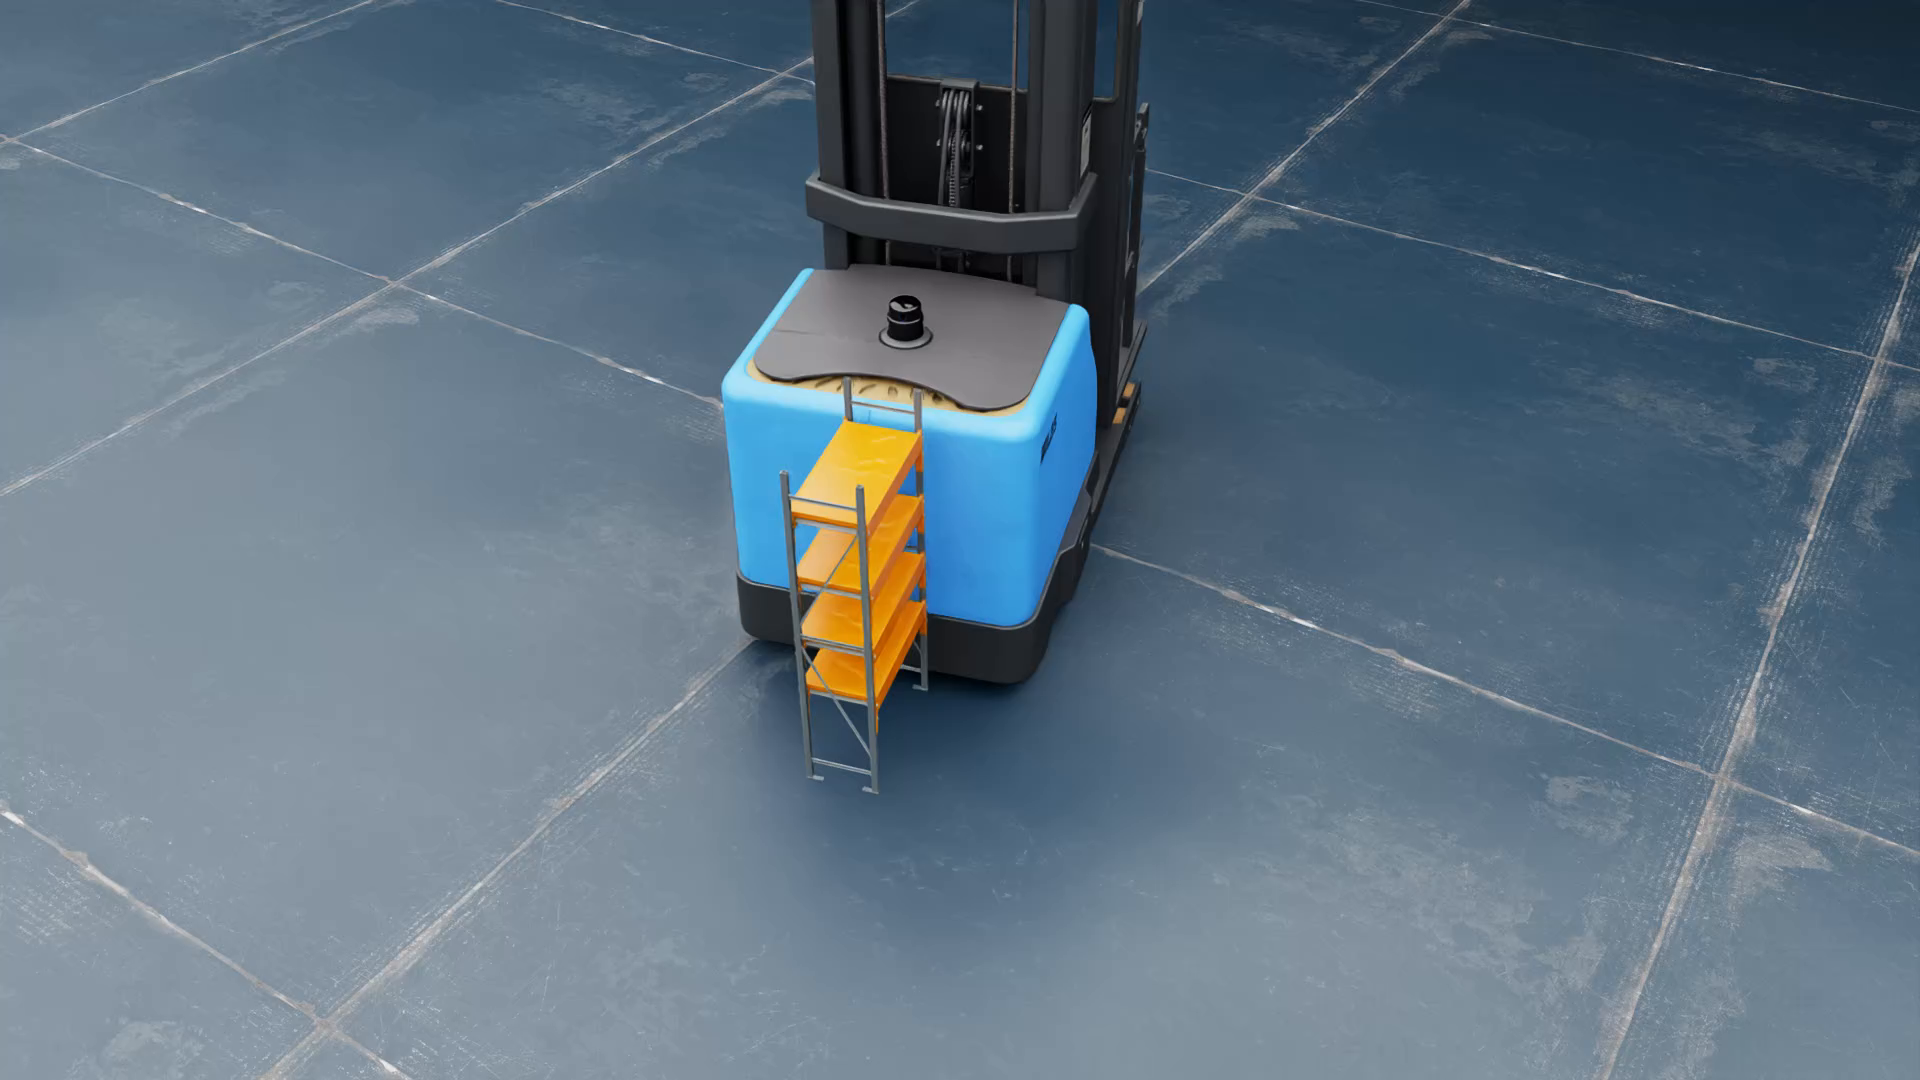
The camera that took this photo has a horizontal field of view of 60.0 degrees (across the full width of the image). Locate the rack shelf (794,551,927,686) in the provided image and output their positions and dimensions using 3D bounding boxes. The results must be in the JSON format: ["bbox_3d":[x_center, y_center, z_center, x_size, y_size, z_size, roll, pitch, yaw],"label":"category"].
[{"bbox_3d":[-0.298,0.211,5.096,0.258,0.148,0.480,11,40,14],"label":"rack shelf"}]

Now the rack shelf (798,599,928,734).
[{"bbox_3d":[-0.297,0.366,5.220,0.258,0.148,0.480,11,40,14],"label":"rack shelf"}]

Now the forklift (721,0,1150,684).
[{"bbox_3d":[0.124,-1.588,5.909,1.130,2.935,3.031,10,39,12],"label":"forklift"}]

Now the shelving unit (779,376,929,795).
[{"bbox_3d":[-0.298,0.158,5.054,0.258,1.200,0.503,11,40,14],"label":"shelving unit"}]

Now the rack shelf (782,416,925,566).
[{"bbox_3d":[-0.300,-0.149,4.809,0.258,0.148,0.480,11,40,14],"label":"rack shelf"}]

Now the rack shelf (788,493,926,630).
[{"bbox_3d":[-0.299,0.036,4.957,0.258,0.148,0.480,11,40,14],"label":"rack shelf"}]

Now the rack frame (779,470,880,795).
[{"bbox_3d":[-0.372,0.304,4.873,0.240,1.200,0.015,11,40,14],"label":"rack frame"}]

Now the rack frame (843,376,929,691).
[{"bbox_3d":[-0.225,0.013,5.236,0.240,1.200,0.015,11,40,14],"label":"rack frame"}]
